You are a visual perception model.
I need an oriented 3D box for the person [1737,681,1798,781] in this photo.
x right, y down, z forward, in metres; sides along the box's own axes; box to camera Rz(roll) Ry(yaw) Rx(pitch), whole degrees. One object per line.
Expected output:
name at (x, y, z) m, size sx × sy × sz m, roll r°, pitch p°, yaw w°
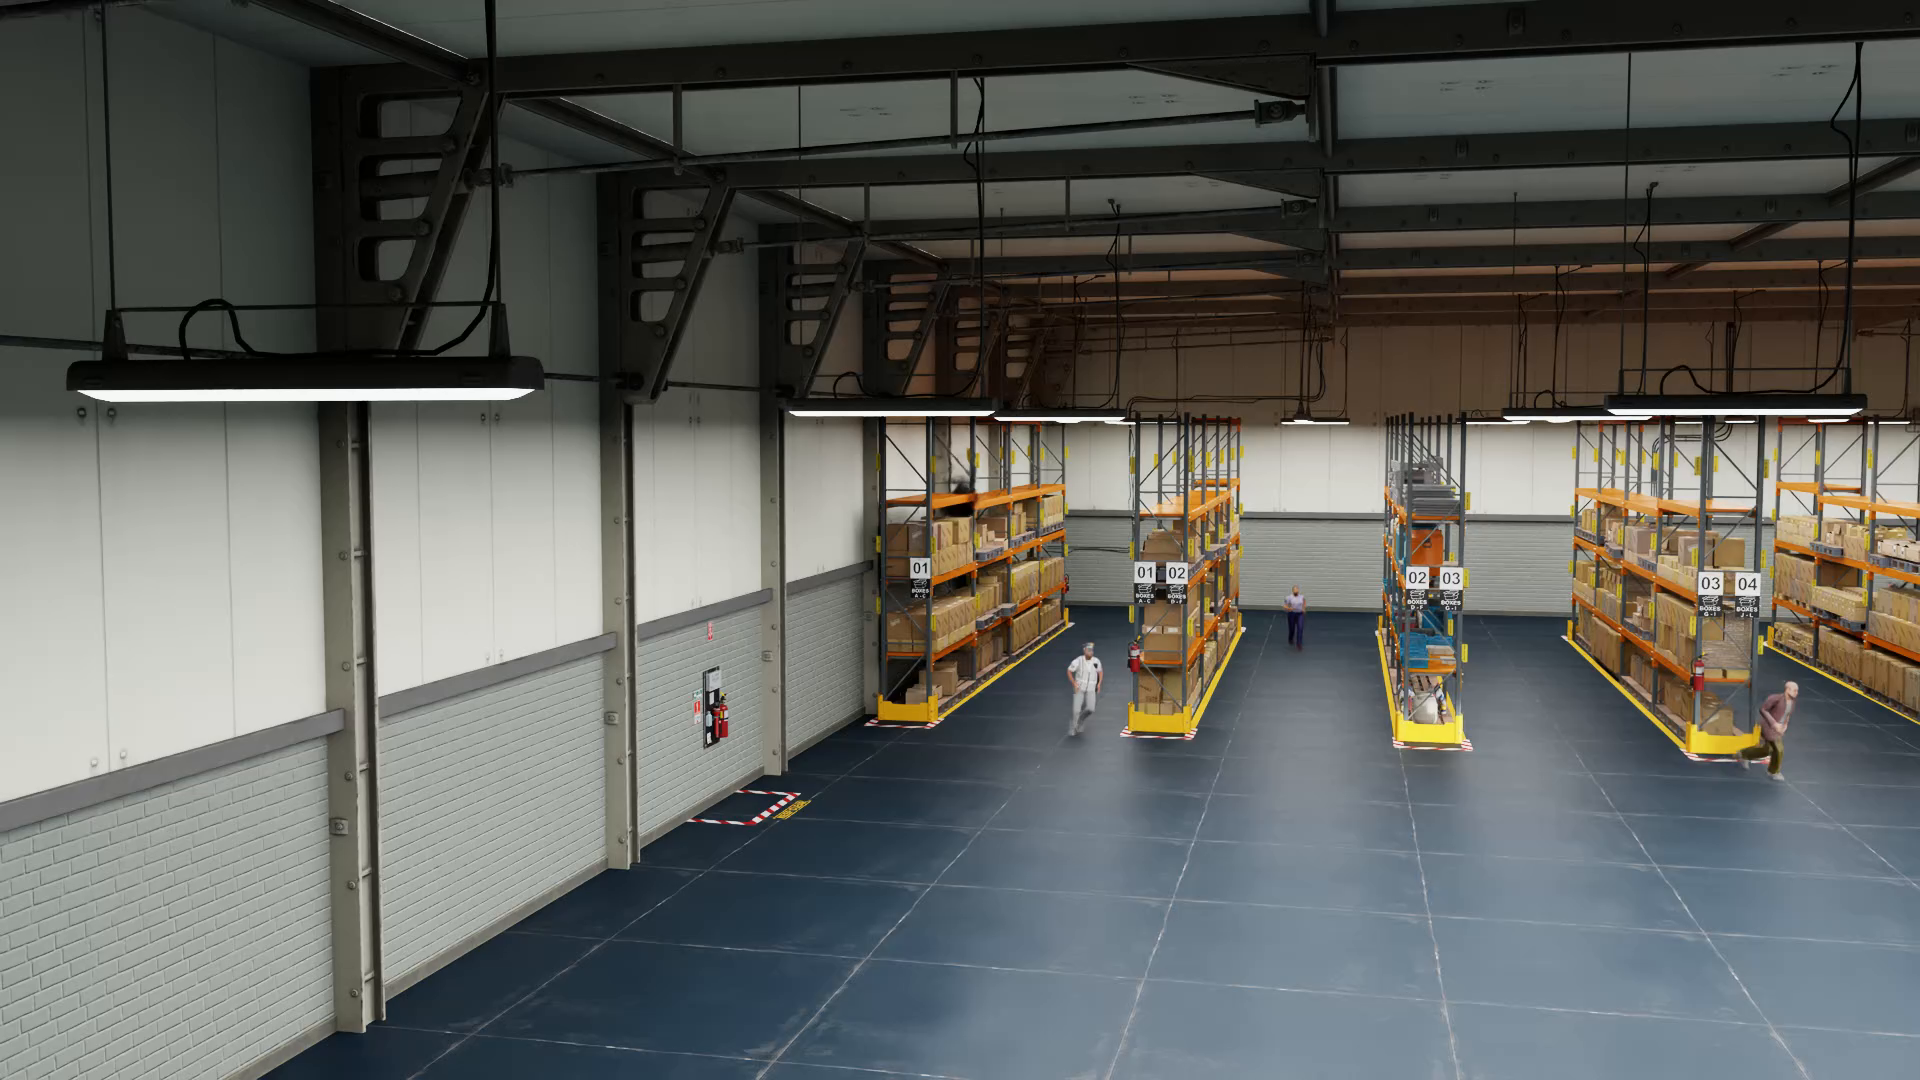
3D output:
person at (13.233, 3.090, 27.246) m, size 0.694 × 1.657 × 1.025 m, roll -2°, pitch 4°, yaw -28°

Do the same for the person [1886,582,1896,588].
person at (24.783, 1.975, 44.276) m, size 0.701 × 1.511 × 0.559 m, roll 1°, pitch 4°, yaw 20°

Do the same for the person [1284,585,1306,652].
person at (8.663, 2.007, 42.951) m, size 0.607 × 1.645 × 0.923 m, roll 0°, pitch 4°, yaw 2°

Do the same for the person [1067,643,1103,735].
person at (2.356, 2.773, 31.017) m, size 0.719 × 1.731 × 0.549 m, roll -1°, pitch 4°, yaw -9°
